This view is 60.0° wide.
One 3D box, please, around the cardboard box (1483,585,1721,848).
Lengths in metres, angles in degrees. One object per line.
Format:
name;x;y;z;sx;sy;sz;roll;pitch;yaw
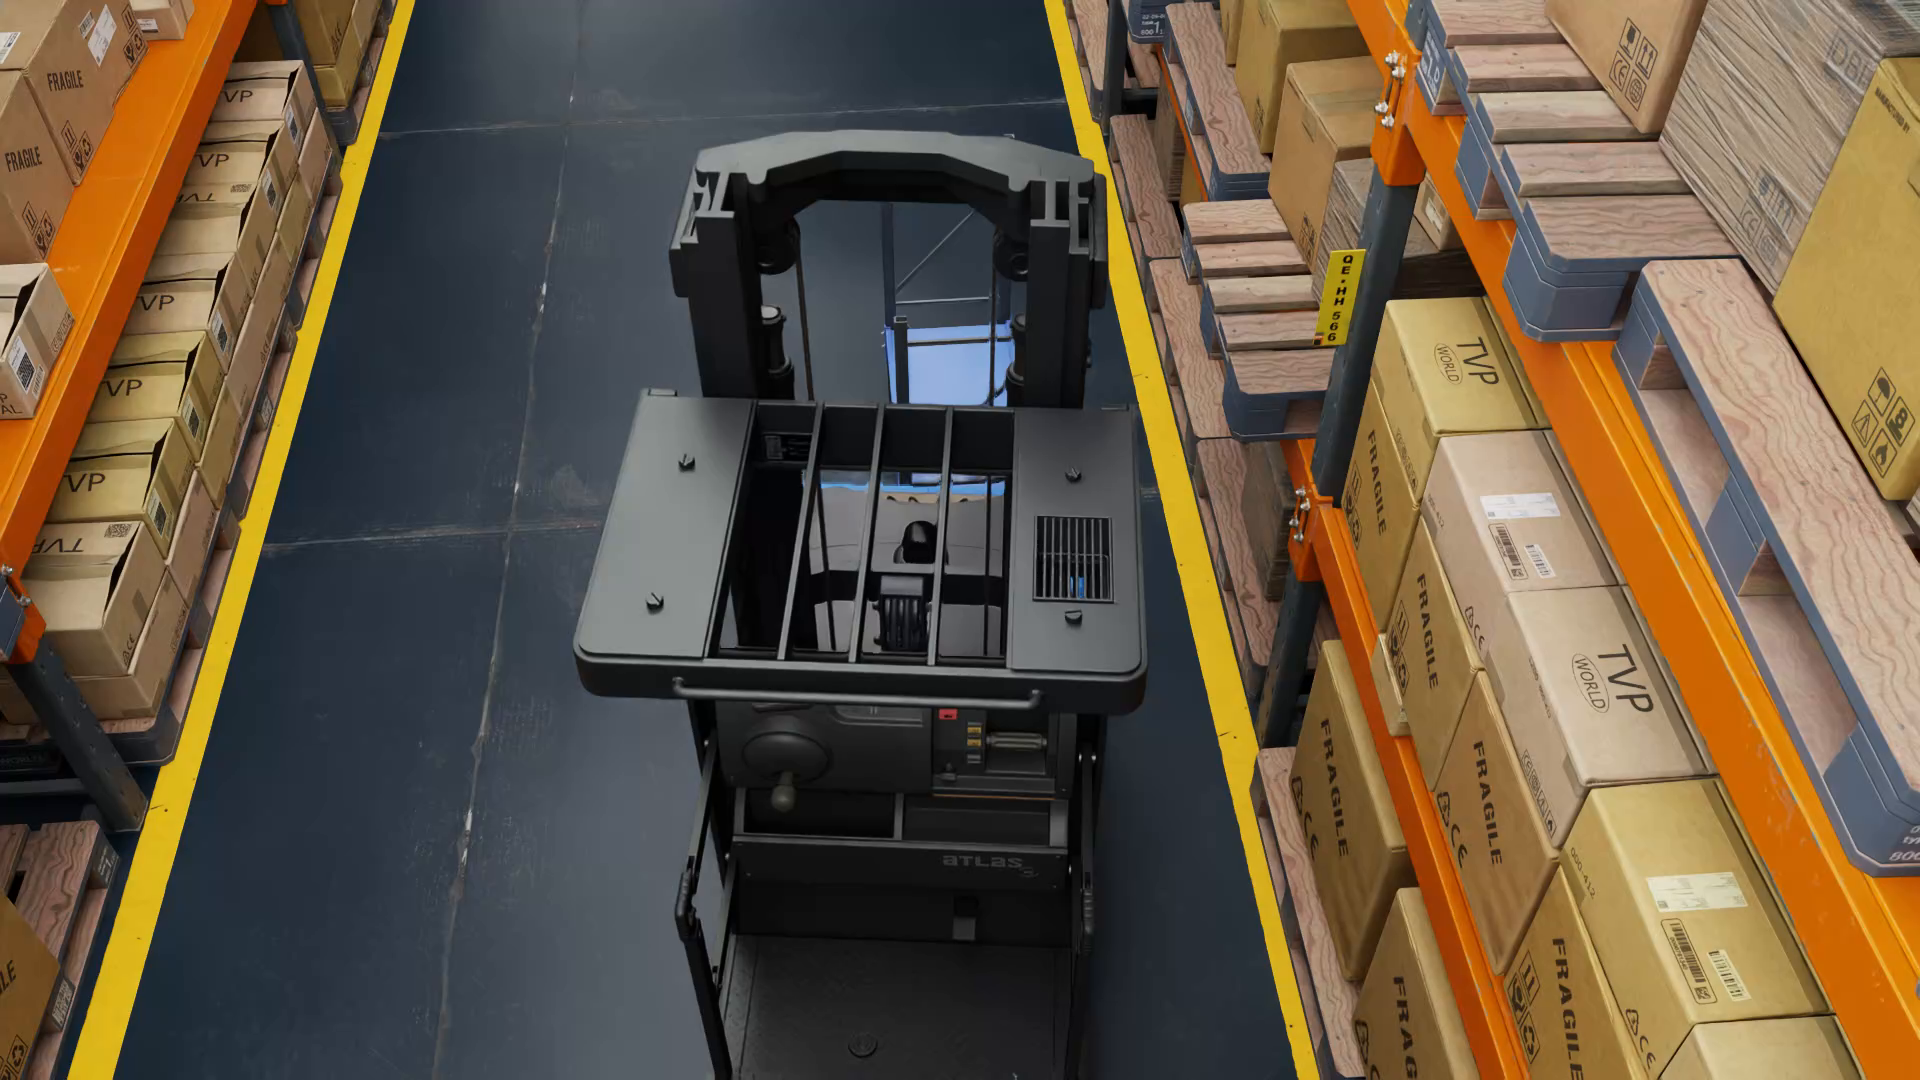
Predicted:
cardboard box;1.456;0.362;3.538;0.500;0.250;0.500;-3;47;-3

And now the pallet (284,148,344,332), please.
pallet;-3.587;-1.432;7.961;1.003;0.211;1.213;-3;47;-3

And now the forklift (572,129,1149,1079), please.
forklift;-0.171;0.614;4.150;1.130;2.935;3.031;2;47;2

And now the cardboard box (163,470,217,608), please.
cardboard box;-3.147;0.013;6.276;0.500;0.250;0.500;-5;47;-4

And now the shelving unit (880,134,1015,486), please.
shelving unit;-0.007;-0.577;6.264;0.538;1.500;1.048;-3;47;-3

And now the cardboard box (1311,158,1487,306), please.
cardboard box;1.534;-0.856;5.123;0.700;0.500;0.500;-8;47;-8

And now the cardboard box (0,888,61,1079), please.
cardboard box;-3.040;1.343;4.831;0.500;0.500;0.500;-2;47;-2

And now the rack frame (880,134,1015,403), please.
rack frame;-0.050;-0.945;6.612;0.500;1.500;0.032;-3;47;-3

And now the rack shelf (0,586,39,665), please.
rack shelf;-3.185;1.667;3.601;1.077;0.370;4.000;-3;47;-3

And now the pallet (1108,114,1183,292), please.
pallet;1.315;-1.703;8.218;1.003;0.211;1.213;-3;47;-3

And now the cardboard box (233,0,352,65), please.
cardboard box;-3.414;-2.733;8.360;0.500;0.500;0.500;-3;47;-3

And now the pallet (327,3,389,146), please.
pallet;-3.712;-2.541;9.011;1.003;0.211;1.213;-3;47;-3

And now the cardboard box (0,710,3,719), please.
cardboard box;-3.640;0.408;5.903;0.500;0.250;0.500;-2;47;-2

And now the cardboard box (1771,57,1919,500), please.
cardboard box;1.811;-0.420;2.644;0.700;0.500;0.500;-1;47;-1

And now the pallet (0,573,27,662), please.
pallet;-3.226;0.525;4.319;1.213;0.211;1.003;-3;47;-3

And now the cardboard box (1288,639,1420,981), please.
cardboard box;1.514;0.803;5.114;0.750;0.750;0.750;-4;47;-4

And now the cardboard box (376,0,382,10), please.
cardboard box;-3.498;-3.199;9.318;0.500;0.250;0.500;-3;47;-3

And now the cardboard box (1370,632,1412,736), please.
cardboard box;1.330;0.381;4.483;0.380;0.149;0.250;-2;47;-2

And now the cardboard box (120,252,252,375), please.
cardboard box;-3.240;-0.937;6.790;0.500;0.311;0.500;-4;47;-4

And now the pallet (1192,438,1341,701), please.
pallet;1.519;0.062;6.546;1.003;0.211;1.213;-3;47;-3

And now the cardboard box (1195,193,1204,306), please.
cardboard box;1.422;-1.243;7.280;0.700;0.500;0.500;-3;47;-3

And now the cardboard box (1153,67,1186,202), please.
cardboard box;1.327;-1.986;7.983;0.700;0.500;0.500;-2;47;-2

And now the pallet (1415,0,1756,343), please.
pallet;1.690;-0.835;3.539;1.213;0.211;1.003;-2;47;-1

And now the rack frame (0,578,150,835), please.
rack frame;-3.353;-0.028;4.710;1.000;3.000;0.127;-3;47;-3

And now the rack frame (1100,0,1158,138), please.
rack frame;1.249;-3.225;7.739;1.000;3.000;0.127;-3;47;-3

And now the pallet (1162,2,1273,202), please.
pallet;1.377;-1.695;6.422;1.003;0.211;1.213;-3;47;-3

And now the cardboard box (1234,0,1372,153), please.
cardboard box;1.408;-1.757;5.976;0.700;0.500;0.500;-3;47;-3

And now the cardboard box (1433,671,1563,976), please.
cardboard box;1.444;0.631;3.799;0.500;0.500;0.500;-4;47;-3

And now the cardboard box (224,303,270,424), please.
cardboard box;-3.239;-0.734;6.983;0.500;0.250;0.500;-3;47;-2

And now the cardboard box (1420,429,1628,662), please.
cardboard box;1.410;0.000;3.880;0.500;0.250;0.500;-4;47;-4

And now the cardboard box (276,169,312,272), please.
cardboard box;-3.323;-1.472;7.683;0.500;0.250;0.500;-4;47;-4

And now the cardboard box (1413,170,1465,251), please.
cardboard box;1.525;-0.988;4.801;0.380;0.149;0.250;-9;47;-8

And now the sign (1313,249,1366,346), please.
sign;1.043;-0.662;4.569;0.100;0.325;0.005;-3;47;-3

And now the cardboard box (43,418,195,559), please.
cardboard box;-3.156;-0.196;6.088;0.500;0.311;0.500;-5;47;-4

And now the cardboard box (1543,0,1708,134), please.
cardboard box;1.680;-1.208;3.390;0.700;0.500;0.500;-7;47;-6

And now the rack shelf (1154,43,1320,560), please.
rack shelf;1.416;-1.531;6.630;1.077;0.370;4.000;-3;47;-3

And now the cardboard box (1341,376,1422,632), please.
cardboard box;1.369;-0.108;4.499;0.500;0.500;0.500;-2;47;-2

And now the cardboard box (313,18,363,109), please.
cardboard box;-3.424;-2.474;8.632;0.500;0.250;0.500;-3;47;-3

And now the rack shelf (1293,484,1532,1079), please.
rack shelf;1.751;1.363;3.889;1.077;0.370;4.000;-3;47;-3

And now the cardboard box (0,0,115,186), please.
cardboard box;-3.553;-1.656;6.183;0.500;0.500;0.500;-3;47;-3

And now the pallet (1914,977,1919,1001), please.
pallet;1.792;0.937;1.863;0.805;0.209;1.217;-5;47;-5

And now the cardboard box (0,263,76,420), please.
cardboard box;-3.234;-0.656;5.367;0.500;0.311;0.500;-4;47;-4

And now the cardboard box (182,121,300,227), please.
cardboard box;-3.318;-1.662;7.476;0.500;0.311;0.500;-2;47;-2

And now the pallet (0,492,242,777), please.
pallet;-3.383;0.333;6.289;1.003;0.211;1.213;-3;47;-3

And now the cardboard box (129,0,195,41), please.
cardboard box;-3.431;-2.250;6.908;0.396;0.266;0.258;-5;47;-4
